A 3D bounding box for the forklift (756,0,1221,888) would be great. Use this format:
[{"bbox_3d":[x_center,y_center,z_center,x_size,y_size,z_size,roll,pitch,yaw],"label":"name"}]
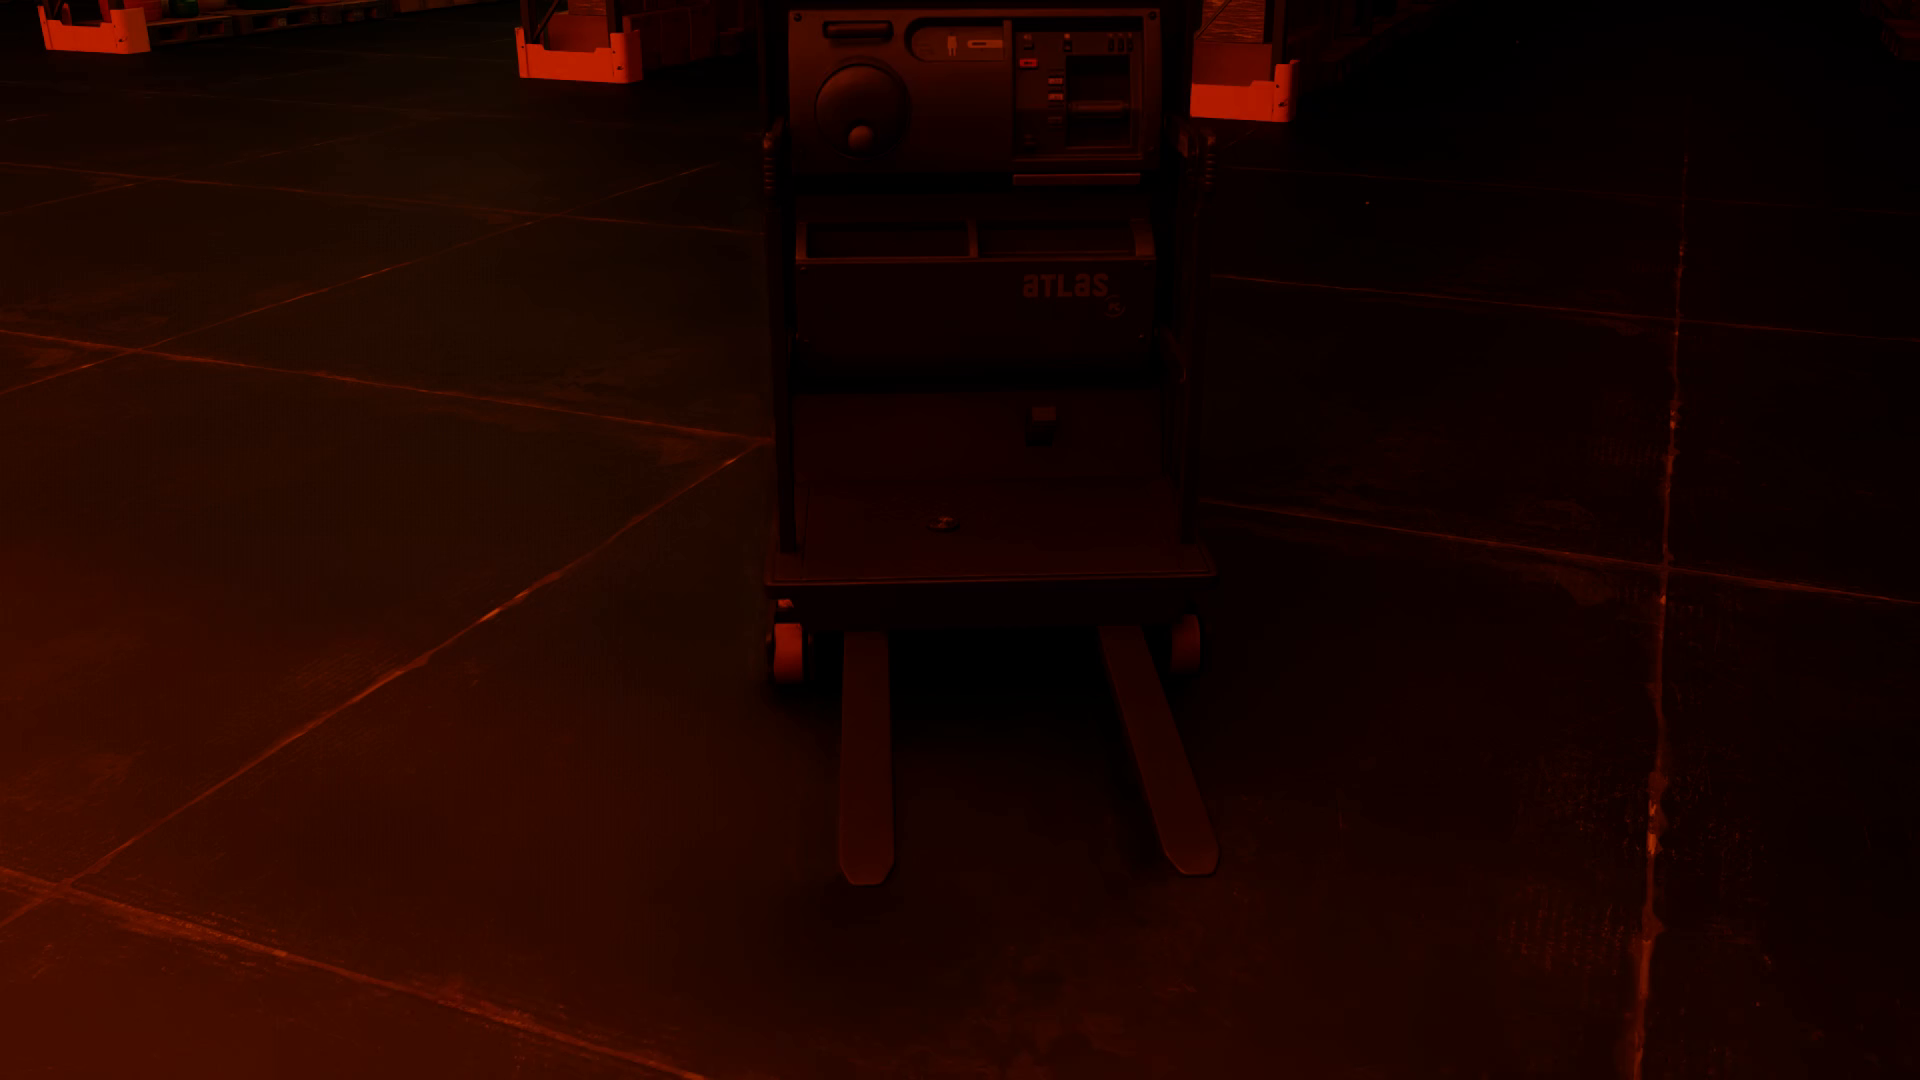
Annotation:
[{"bbox_3d":[0.053,-1.110,3.949,1.130,2.935,3.031,-1,23,-3],"label":"forklift"}]
